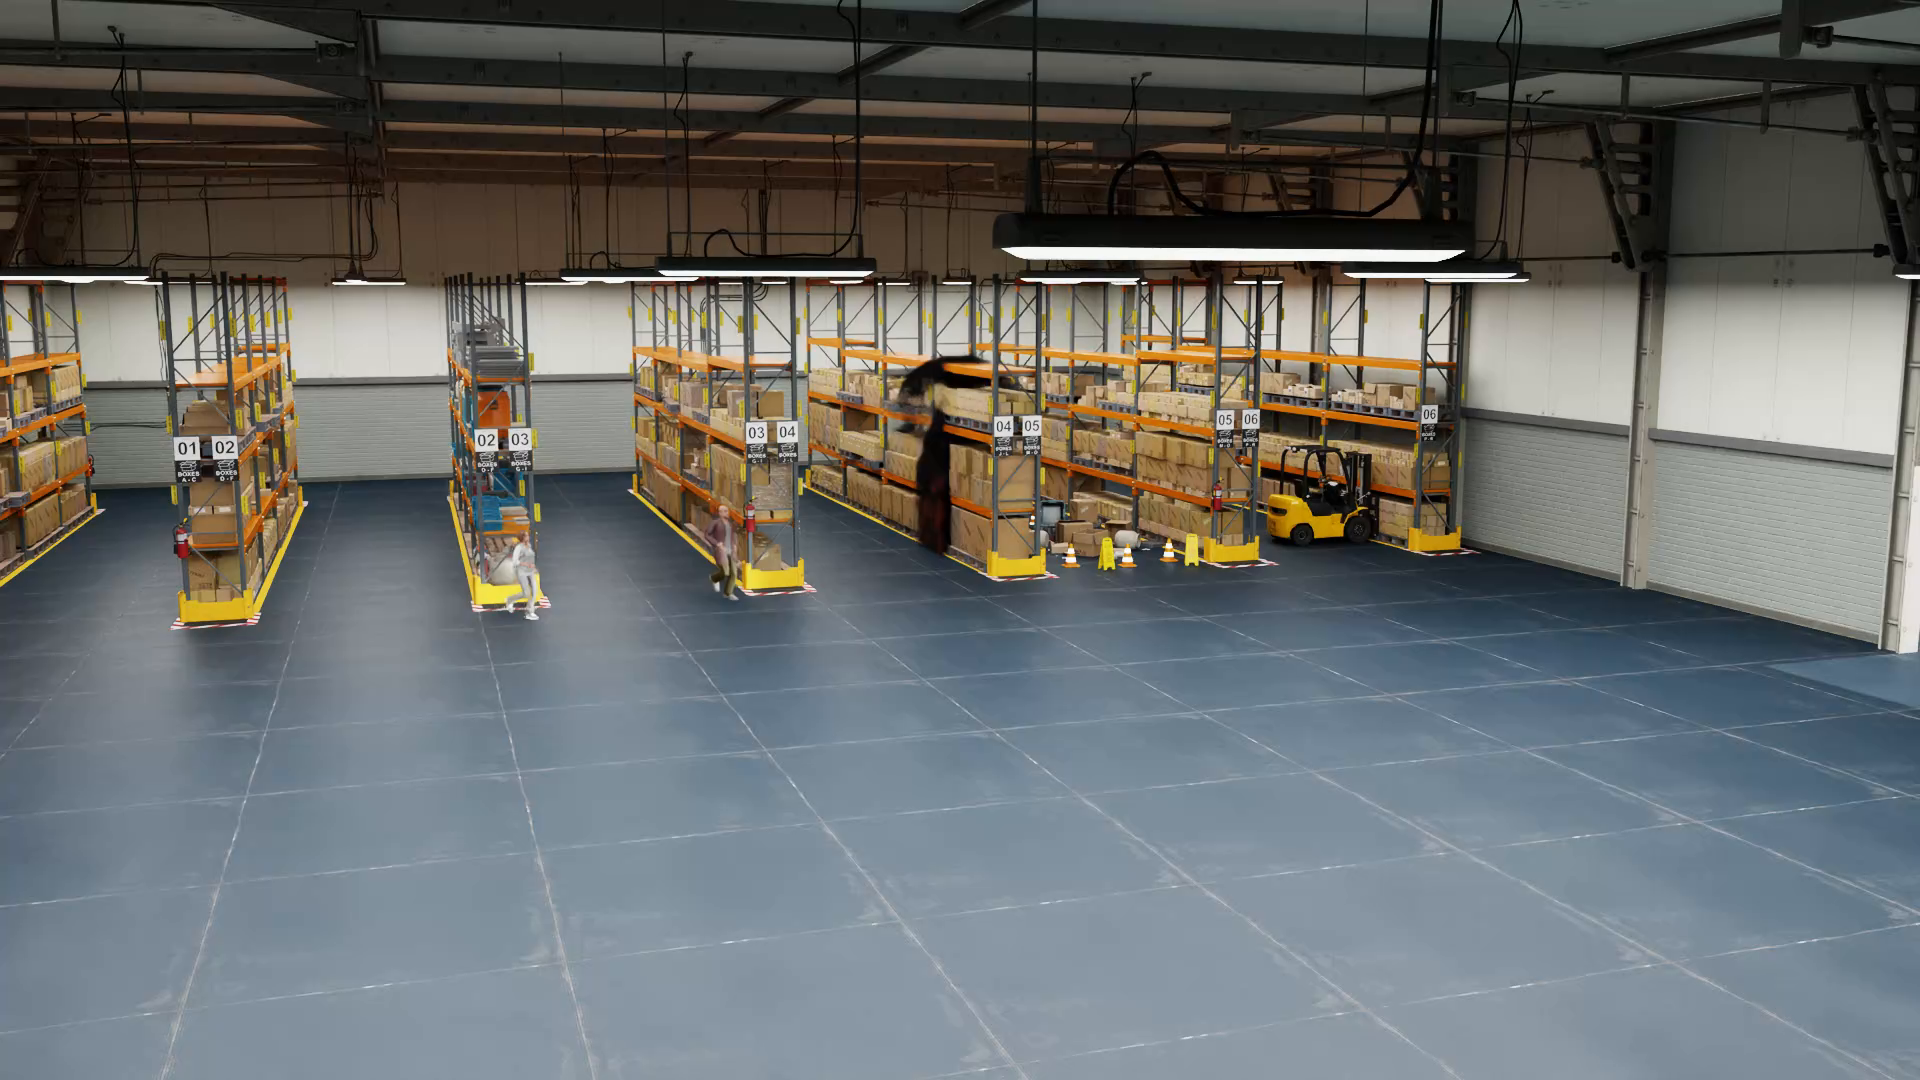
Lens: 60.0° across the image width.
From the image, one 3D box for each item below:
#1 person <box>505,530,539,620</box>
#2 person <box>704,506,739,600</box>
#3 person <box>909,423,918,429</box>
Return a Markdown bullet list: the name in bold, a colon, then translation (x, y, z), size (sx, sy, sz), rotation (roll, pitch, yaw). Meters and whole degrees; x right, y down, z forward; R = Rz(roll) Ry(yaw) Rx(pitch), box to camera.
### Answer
- **person**: translation (-7.610, 0.603, 28.949), size (0.669, 1.567, 0.557), rotation (3, 9, 19)
- **person**: translation (-4.406, 0.229, 30.890), size (0.749, 1.759, 0.717), rotation (-8, 12, -43)
- **person**: translation (-1.341, -2.793, 50.723), size (0.812, 1.754, 0.733), rotation (-1, 9, -10)
